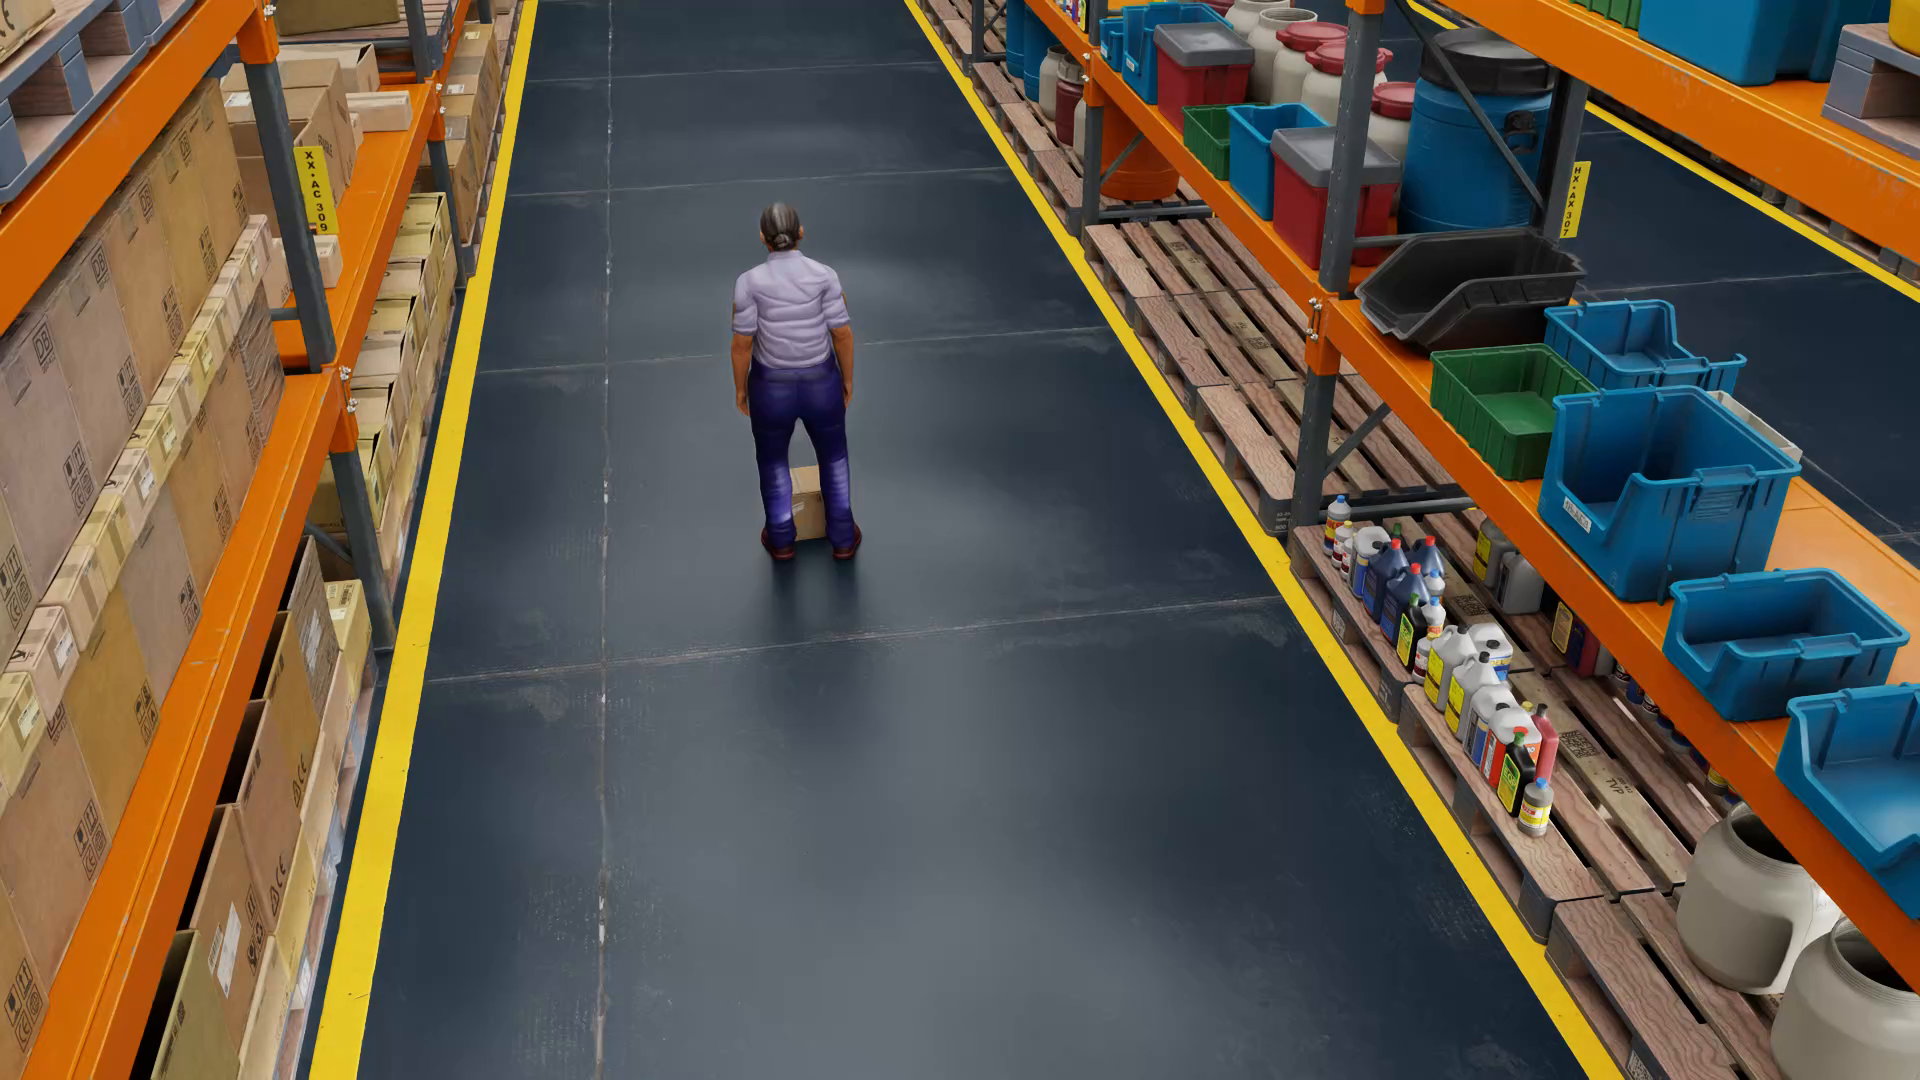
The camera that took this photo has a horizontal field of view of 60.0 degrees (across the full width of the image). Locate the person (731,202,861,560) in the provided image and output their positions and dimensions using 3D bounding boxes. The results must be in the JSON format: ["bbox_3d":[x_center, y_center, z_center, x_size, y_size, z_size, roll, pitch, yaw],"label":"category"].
[{"bbox_3d":[-0.714,-0.662,7.247,0.541,1.652,0.413,-5,31,-9],"label":"person"}]
